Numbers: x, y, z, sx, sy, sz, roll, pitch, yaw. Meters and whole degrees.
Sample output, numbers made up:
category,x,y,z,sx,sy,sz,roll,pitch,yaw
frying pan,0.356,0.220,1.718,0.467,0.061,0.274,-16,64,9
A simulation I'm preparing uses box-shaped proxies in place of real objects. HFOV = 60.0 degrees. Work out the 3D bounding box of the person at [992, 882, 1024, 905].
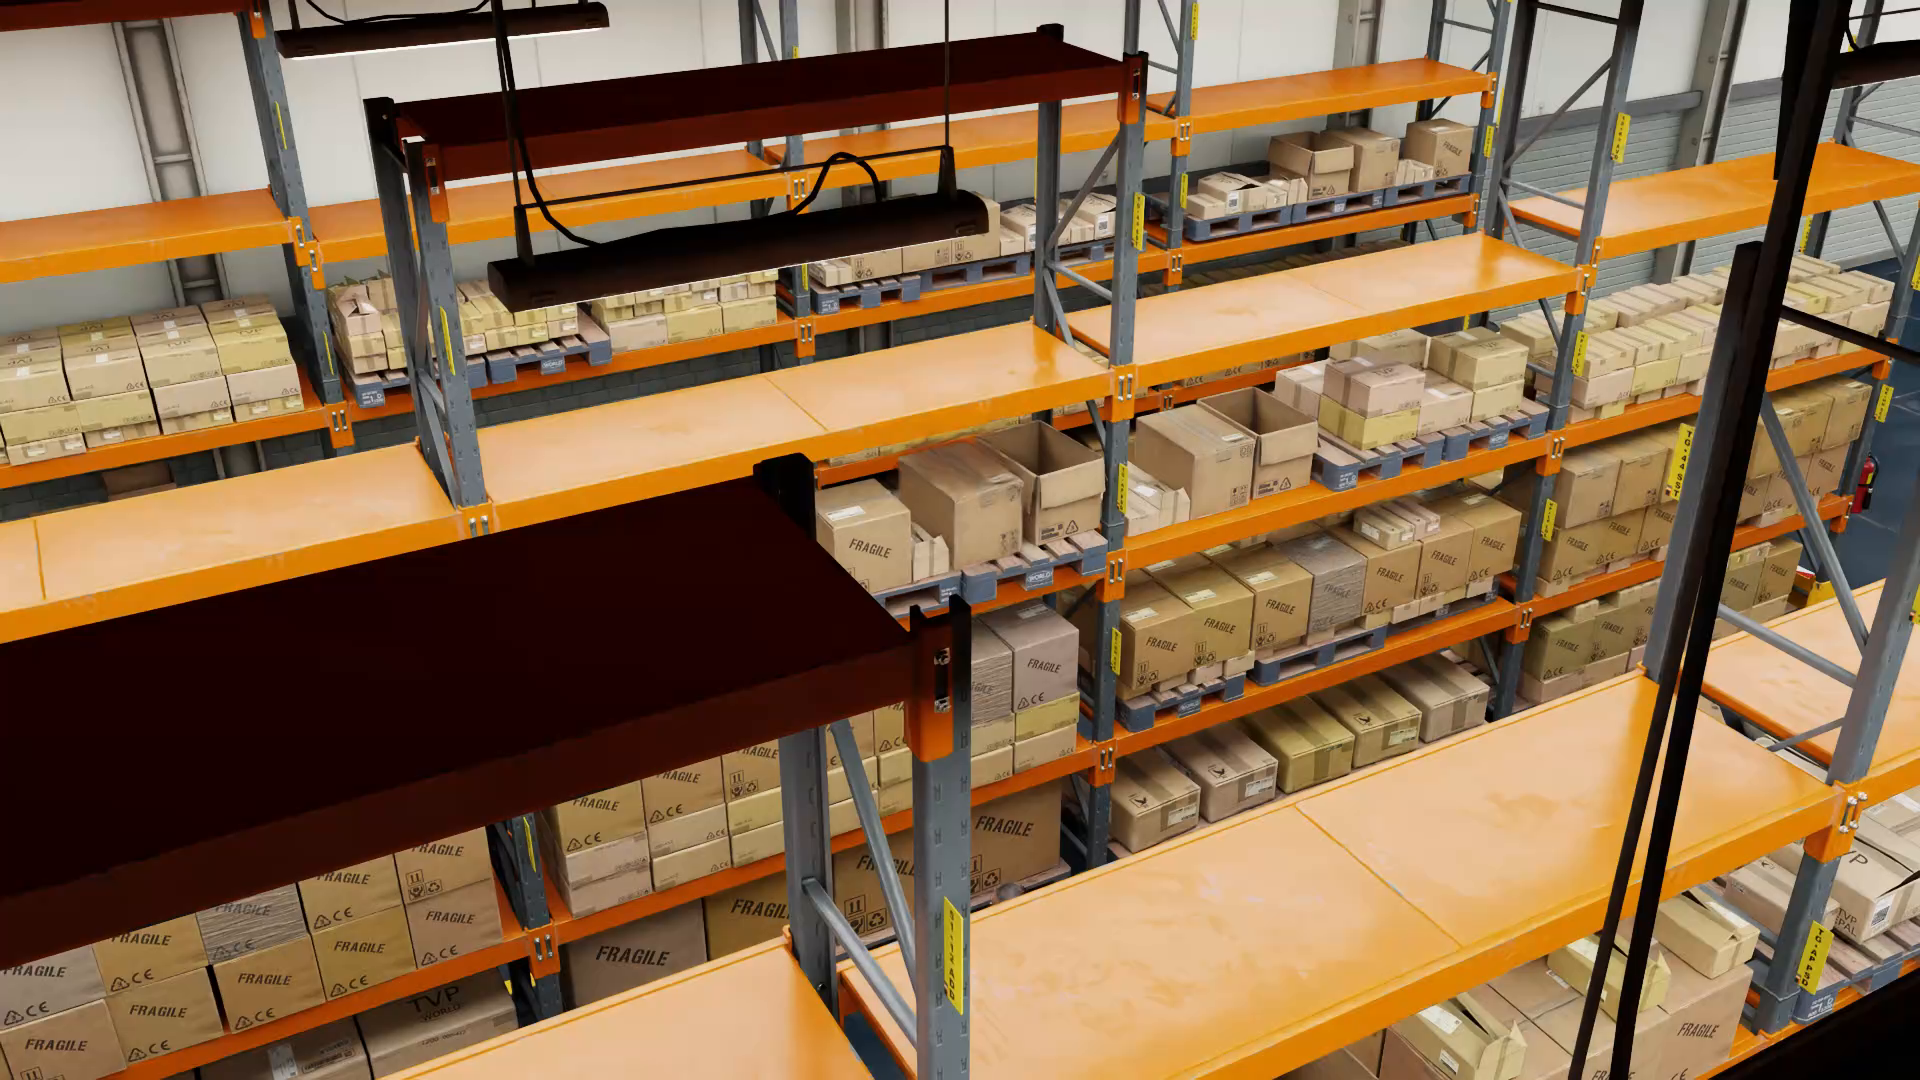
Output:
category,x,y,z,sx,sy,sz,roll,pitch,yaw
person,0.335,2.705,9.766,0.477,1.636,0.529,-18,33,-31
